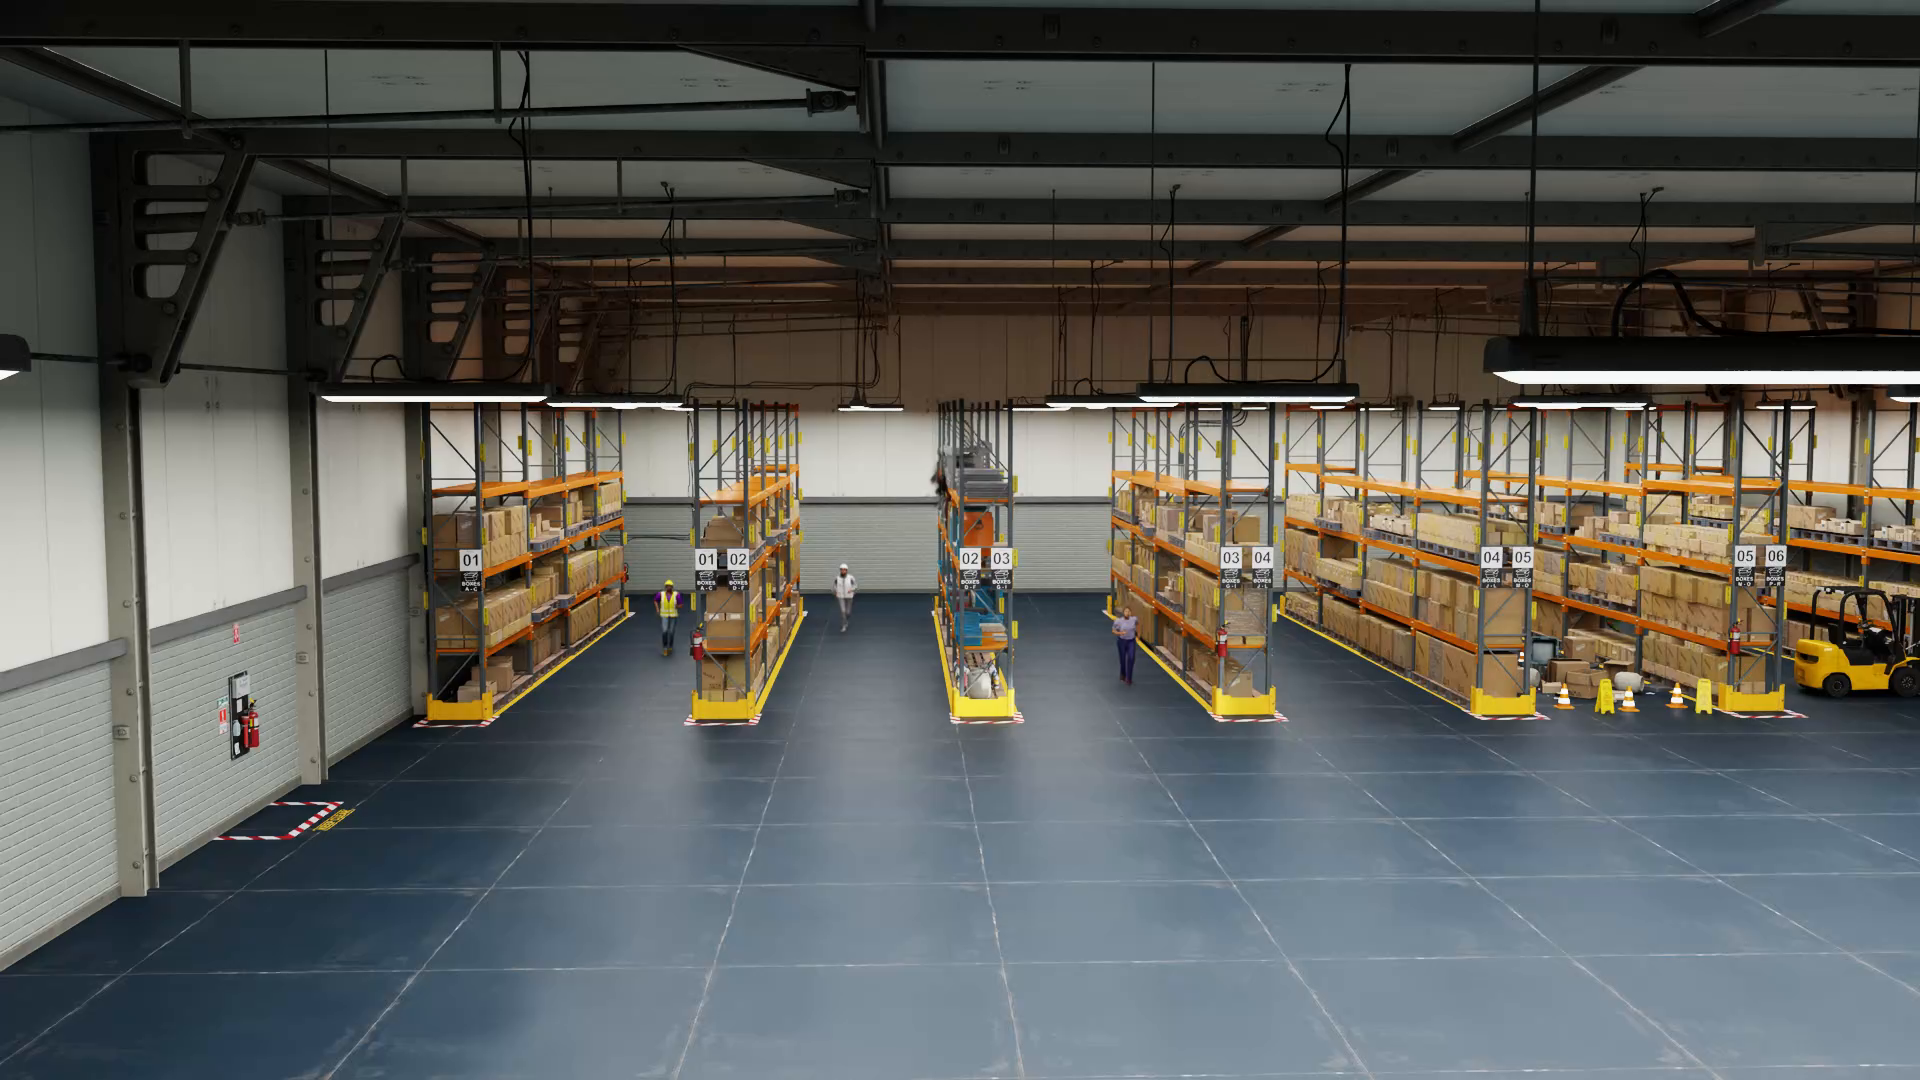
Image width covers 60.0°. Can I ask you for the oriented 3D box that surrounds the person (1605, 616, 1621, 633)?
[{"bbox_3d":[16.475,1.680,41.808,0.654,1.744,0.532,0,4,-2],"label":"person"}]

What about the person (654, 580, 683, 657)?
[{"bbox_3d":[-6.900,1.857,39.449,0.672,1.824,0.766,-1,4,-14],"label":"person"}]

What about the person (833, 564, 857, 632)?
[{"bbox_3d":[-3.035,1.520,43.944,0.656,1.771,0.800,0,4,-2],"label":"person"}]

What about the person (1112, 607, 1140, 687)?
[{"bbox_3d":[3.523,2.238,35.287,0.627,1.694,0.867,0,4,-3],"label":"person"}]
